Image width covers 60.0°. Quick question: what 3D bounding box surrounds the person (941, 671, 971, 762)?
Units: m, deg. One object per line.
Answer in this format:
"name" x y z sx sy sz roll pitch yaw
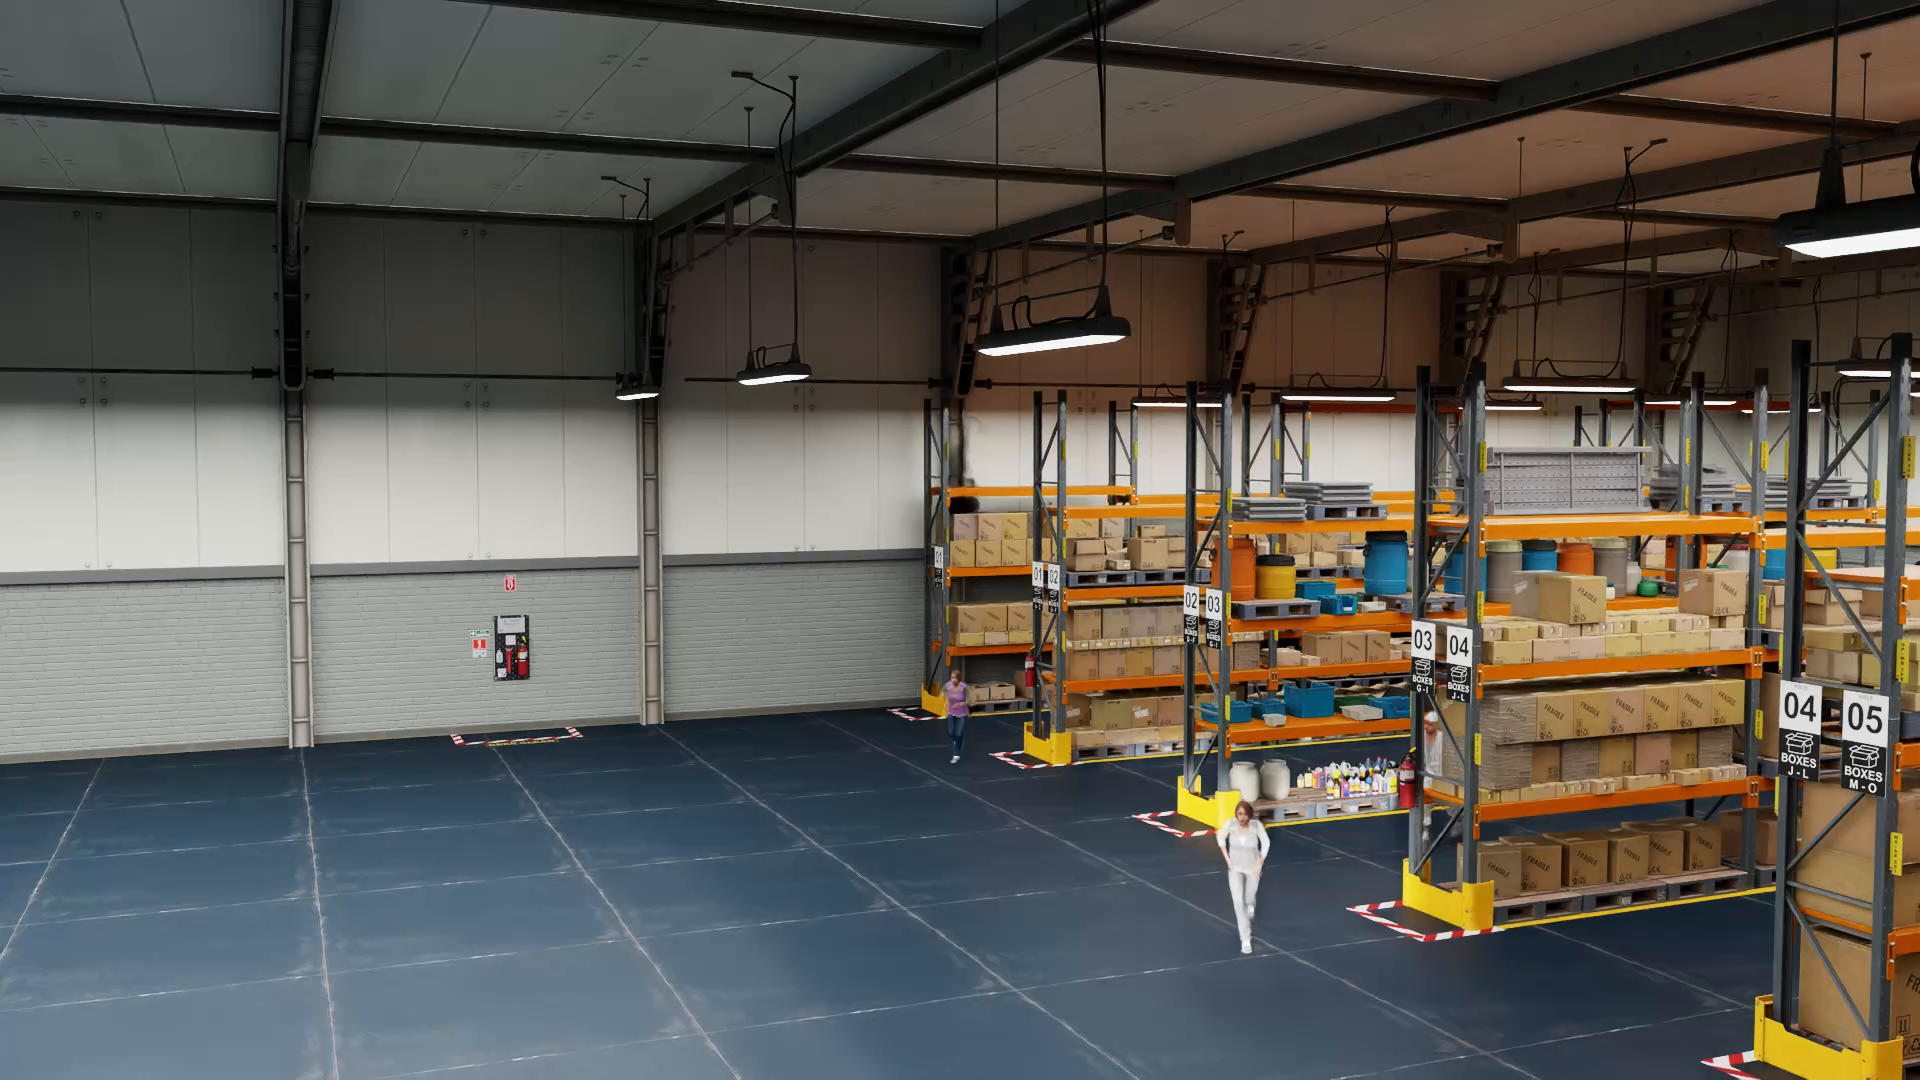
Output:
"person" -0.074 2.840 26.733 0.525 1.527 0.650 0 3 8

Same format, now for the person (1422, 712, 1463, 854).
"person" 6.111 3.045 21.109 0.658 1.788 1.097 3 5 43

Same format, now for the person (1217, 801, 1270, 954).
"person" 2.929 3.393 17.160 0.536 1.545 0.835 1 4 17
